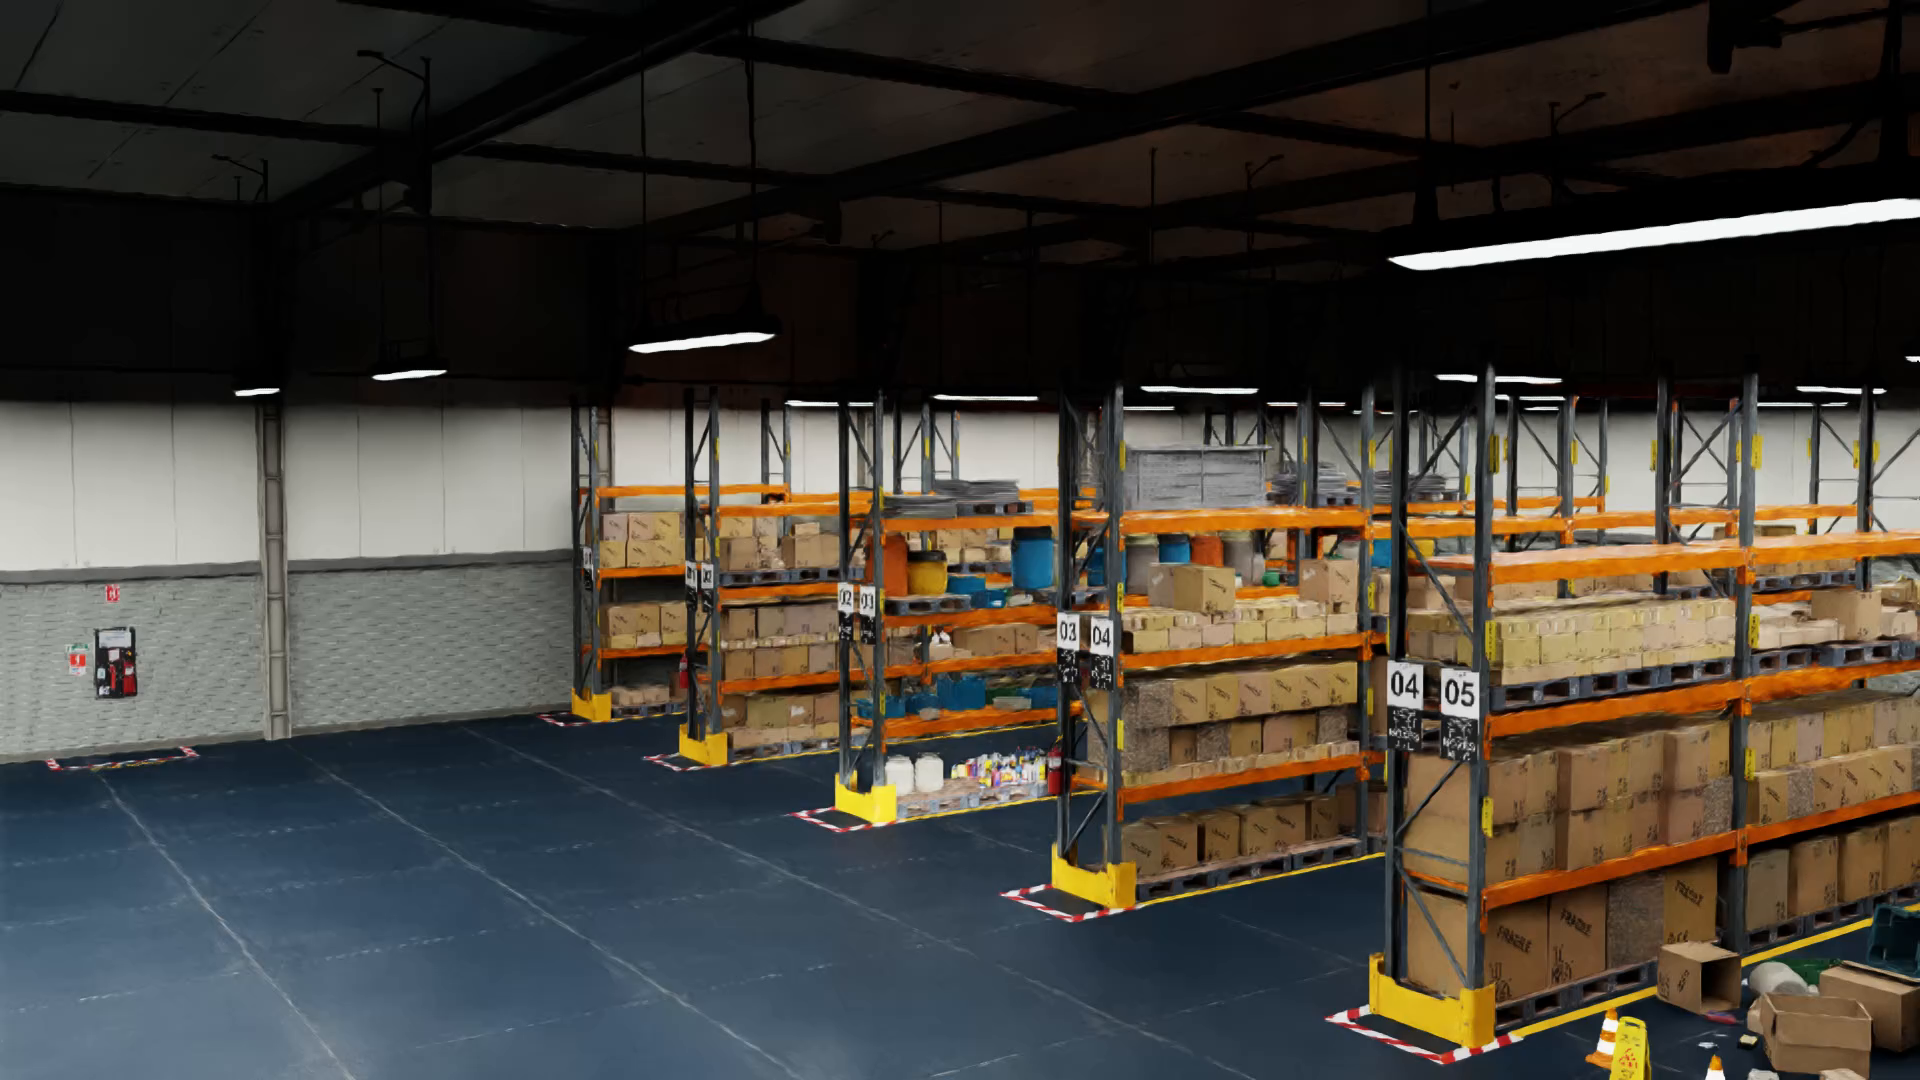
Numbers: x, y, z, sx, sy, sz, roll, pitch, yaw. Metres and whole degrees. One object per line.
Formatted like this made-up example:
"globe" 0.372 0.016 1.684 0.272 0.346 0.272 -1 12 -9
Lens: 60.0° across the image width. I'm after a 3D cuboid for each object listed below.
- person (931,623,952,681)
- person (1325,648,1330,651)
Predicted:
"person" -0.383 2.365 32.828 0.996 1.617 0.448 -3 5 -42
"person" 7.514 2.345 33.117 0.534 1.671 0.677 -3 4 -36
